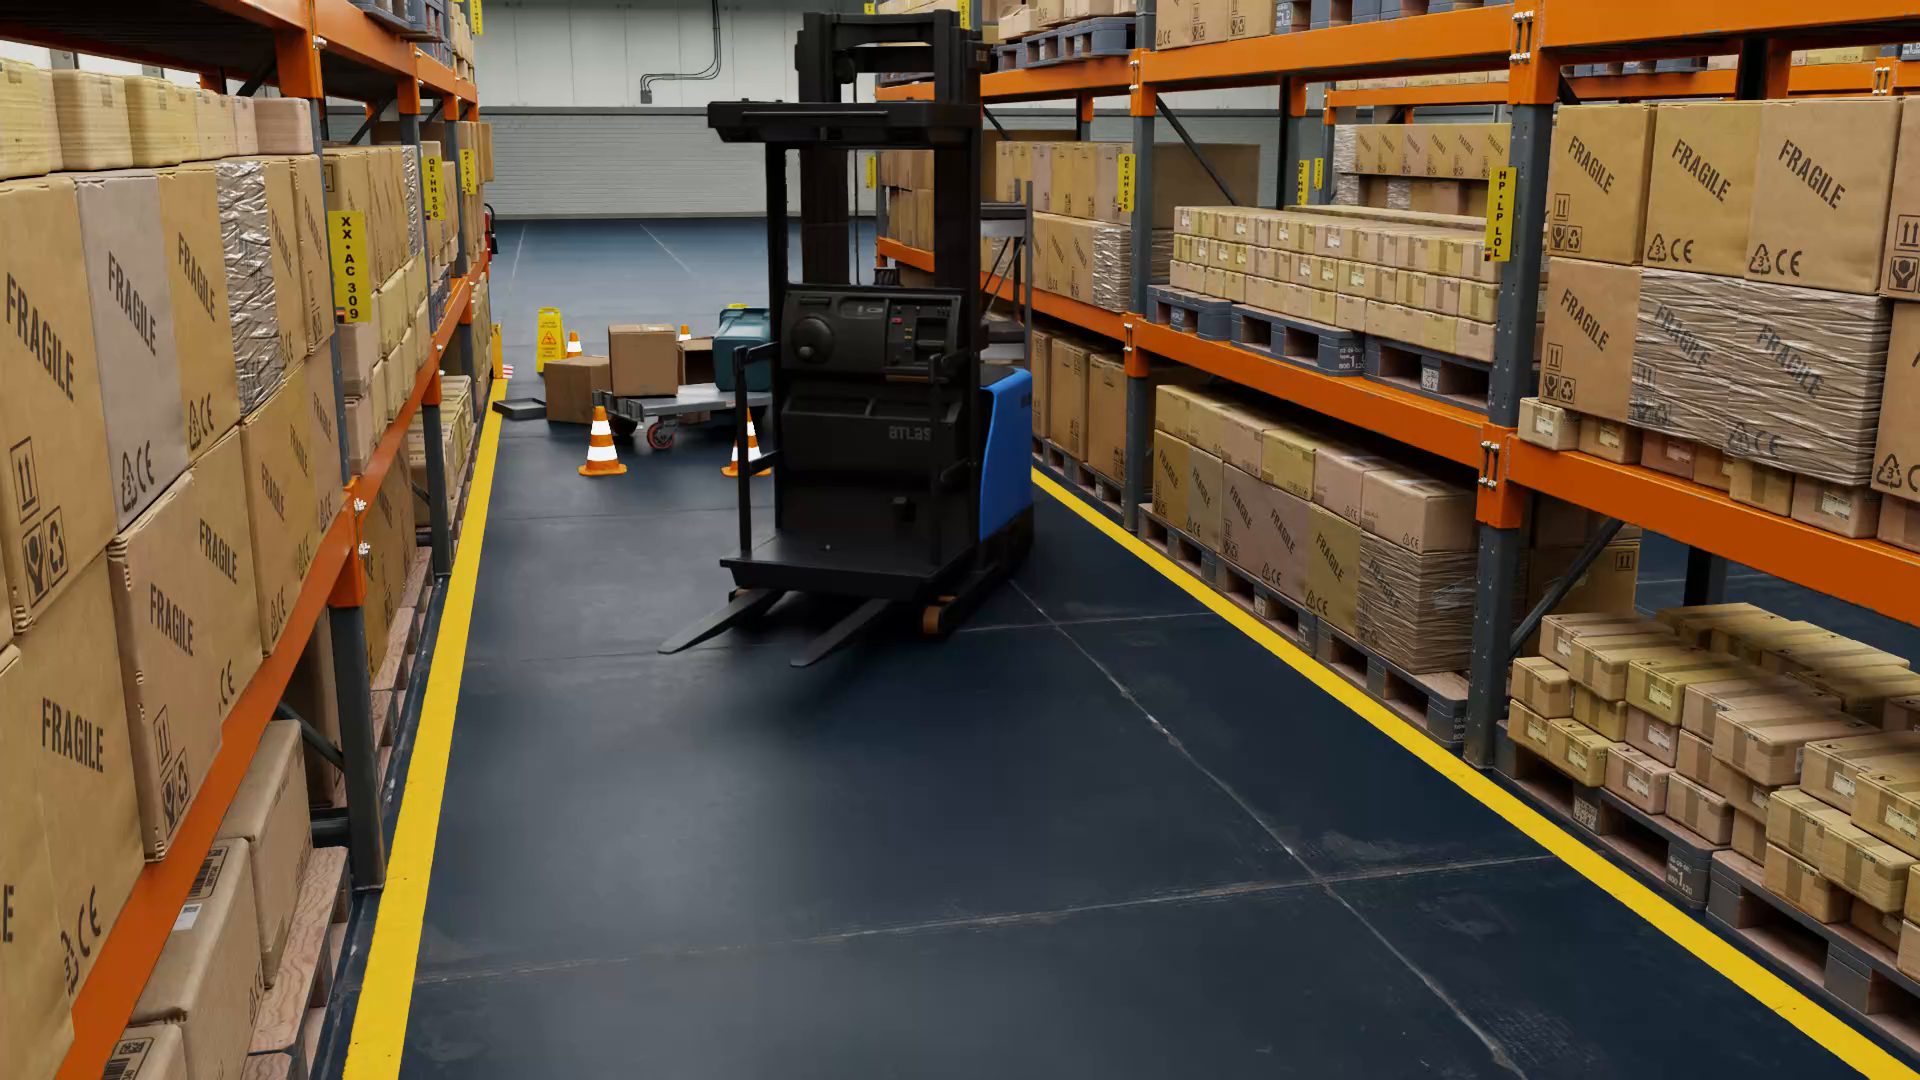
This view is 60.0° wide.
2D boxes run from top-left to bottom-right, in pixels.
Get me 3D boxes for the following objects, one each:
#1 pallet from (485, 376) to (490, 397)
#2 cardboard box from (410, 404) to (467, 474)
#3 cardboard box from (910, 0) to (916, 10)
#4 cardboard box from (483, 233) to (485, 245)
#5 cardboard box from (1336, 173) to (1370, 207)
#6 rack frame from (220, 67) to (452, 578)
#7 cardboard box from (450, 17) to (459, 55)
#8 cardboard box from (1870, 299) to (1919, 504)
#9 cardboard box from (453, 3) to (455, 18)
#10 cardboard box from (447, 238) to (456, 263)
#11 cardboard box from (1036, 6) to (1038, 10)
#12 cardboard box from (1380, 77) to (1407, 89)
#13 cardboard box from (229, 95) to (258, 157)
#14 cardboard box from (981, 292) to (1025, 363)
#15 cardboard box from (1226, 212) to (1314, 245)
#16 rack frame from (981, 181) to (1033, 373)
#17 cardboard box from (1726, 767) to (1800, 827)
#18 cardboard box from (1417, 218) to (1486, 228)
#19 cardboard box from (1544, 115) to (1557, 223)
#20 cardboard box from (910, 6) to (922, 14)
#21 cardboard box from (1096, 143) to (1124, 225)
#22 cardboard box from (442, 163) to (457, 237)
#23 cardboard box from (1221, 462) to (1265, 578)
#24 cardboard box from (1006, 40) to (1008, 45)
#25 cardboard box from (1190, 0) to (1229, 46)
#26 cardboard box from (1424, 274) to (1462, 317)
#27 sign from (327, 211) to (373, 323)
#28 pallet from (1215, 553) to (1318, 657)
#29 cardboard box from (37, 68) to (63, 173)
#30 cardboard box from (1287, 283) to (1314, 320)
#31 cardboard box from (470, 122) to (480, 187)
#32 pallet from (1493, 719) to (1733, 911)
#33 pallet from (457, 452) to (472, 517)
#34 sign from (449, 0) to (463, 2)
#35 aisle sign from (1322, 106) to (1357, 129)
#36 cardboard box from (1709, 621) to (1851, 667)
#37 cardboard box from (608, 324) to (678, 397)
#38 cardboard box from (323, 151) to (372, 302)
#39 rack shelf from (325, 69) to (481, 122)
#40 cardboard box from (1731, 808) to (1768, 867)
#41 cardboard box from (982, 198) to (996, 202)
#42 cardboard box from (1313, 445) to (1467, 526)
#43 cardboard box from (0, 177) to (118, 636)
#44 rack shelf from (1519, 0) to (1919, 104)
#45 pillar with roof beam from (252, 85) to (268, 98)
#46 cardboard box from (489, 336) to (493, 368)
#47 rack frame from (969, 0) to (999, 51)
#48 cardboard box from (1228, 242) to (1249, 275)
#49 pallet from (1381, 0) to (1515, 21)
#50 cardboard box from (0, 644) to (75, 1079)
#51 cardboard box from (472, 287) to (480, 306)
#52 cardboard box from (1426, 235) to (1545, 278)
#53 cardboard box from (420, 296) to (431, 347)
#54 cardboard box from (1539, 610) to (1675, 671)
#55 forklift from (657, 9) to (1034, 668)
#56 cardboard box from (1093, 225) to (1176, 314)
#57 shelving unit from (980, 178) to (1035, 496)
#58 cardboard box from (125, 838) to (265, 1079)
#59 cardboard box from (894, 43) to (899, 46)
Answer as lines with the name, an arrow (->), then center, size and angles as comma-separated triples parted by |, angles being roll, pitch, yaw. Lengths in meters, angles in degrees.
pallet -> -4.989, -1.525, 15.723 | 1.003, 0.211, 1.213 | -3, 14, -13
cardboard box -> -3.761, -0.644, 10.895 | 0.950, 0.372, 0.625 | -3, 14, -11
cardboard box -> -0.249, -4.913, 15.151 | 0.380, 0.149, 0.250 | -3, 14, -12
cardboard box -> -4.700, -2.838, 15.750 | 0.380, 0.149, 0.250 | -3, 14, -14
cardboard box -> 4.572, -3.703, 17.927 | 0.875, 0.500, 0.500 | -3, 14, -13
rack frame -> -3.284, -1.241, 8.685 | 1.000, 3.000, 0.127 | -3, 14, -13
cardboard box -> -4.061, -3.809, 12.566 | 0.500, 0.250, 0.500 | -4, 14, -14
cardboard box -> 2.675, -0.328, 4.111 | 0.500, 0.500, 0.500 | -3, 14, -10
cardboard box -> -4.123, -4.096, 12.903 | 0.380, 0.149, 0.250 | -4, 14, -15
cardboard box -> -3.631, -1.964, 11.291 | 0.380, 0.149, 0.250 | -3, 14, -13
cardboard box -> 0.885, -3.945, 12.656 | 0.500, 0.250, 0.500 | -3, 14, -13
cardboard box -> 4.571, -4.664, 16.693 | 0.500, 0.250, 0.500 | -3, 14, -13
cardboard box -> -2.007, -1.047, 4.208 | 0.380, 0.149, 0.250 | -3, 14, -12
cardboard box -> 0.484, -1.783, 14.499 | 0.875, 0.875, 0.875 | -3, 14, -12
cardboard box -> 1.604, -1.614, 8.602 | 0.380, 0.149, 0.250 | -4, 14, -16
rack frame -> 0.210, -0.999, 9.594 | 0.400, 2.100, 0.015 | -1, 14, -6
cardboard box -> 2.558, 0.756, 5.009 | 0.380, 0.149, 0.250 | -3, 14, -11
cardboard box -> 2.426, -1.465, 7.993 | 0.380, 0.149, 0.250 | -3, 14, -11
cardboard box -> 5.460, -3.020, 13.820 | 1.000, 1.000, 1.000 | -3, 14, -13
cardboard box -> -0.155, -4.692, 15.085 | 0.500, 0.250, 0.500 | -3, 14, -13
cardboard box -> 1.288, -2.295, 10.682 | 0.700, 0.500, 0.500 | -3, 14, -14
cardboard box -> -3.775, -2.352, 11.513 | 0.500, 0.500, 0.500 | -3, 14, -13
cardboard box -> 1.668, -0.118, 8.473 | 0.500, 0.500, 0.500 | -4, 14, -15
cardboard box -> 0.568, -4.388, 14.680 | 0.380, 0.149, 0.250 | -4, 14, -14
cardboard box -> 1.503, -2.784, 8.471 | 0.500, 0.500, 0.500 | -3, 14, -13
cardboard box -> 2.094, -0.985, 6.656 | 0.380, 0.149, 0.250 | -3, 14, -13
sign -> -1.806, -0.808, 4.924 | 0.100, 0.325, 0.005 | -3, 14, -13
pallet -> 1.969, 0.276, 8.353 | 1.003, 0.211, 1.213 | -3, 14, -13
cardboard box -> -1.492, -0.582, 2.305 | 0.380, 0.149, 0.250 | -3, 14, -13
cardboard box -> 1.785, -1.141, 7.923 | 0.380, 0.149, 0.250 | -4, 14, -15
cardboard box -> -4.215, -3.075, 13.248 | 0.700, 0.500, 0.500 | -3, 14, -13
pallet -> 2.635, 0.890, 5.837 | 1.003, 0.211, 1.213 | -3, 14, -13
pallet -> -3.749, -0.347, 10.904 | 1.003, 0.211, 1.213 | -3, 14, -13
sign -> -3.685, -4.095, 12.128 | 0.100, 0.325, 0.005 | -3, 14, -13
aisle sign -> 4.163, -4.899, 18.181 | 0.394, 0.787, 0.004 | -3, 14, -13
cardboard box -> 2.878, 0.399, 5.842 | 0.380, 0.149, 0.250 | -3, 14, -12
cardboard box -> -2.501, -1.423, 13.103 | 0.500, 0.500, 0.500 | -3, 14, -13
cardboard box -> -2.169, -0.970, 5.258 | 0.500, 0.500, 0.500 | -3, 14, -13
rack shelf -> -4.694, -3.732, 14.080 | 1.077, 0.370, 4.000 | -3, 14, -13
cardboard box -> 2.593, 0.897, 5.055 | 0.380, 0.149, 0.250 | -4, 14, -16
cardboard box -> 0.466, -2.620, 14.014 | 0.875, 0.550, 0.550 | -3, 14, -13
cardboard box -> 1.914, -0.248, 7.424 | 0.500, 0.250, 0.500 | -3, 14, -11
cardboard box -> -1.370, -0.175, 2.005 | 0.500, 0.500, 0.500 | -4, 14, -15
rack shelf -> 2.913, -1.263, 3.973 | 1.077, 0.370, 4.000 | -3, 14, -13
pillar with roof beam -> -13.561, -12.673, 42.838 | 9.100, 9.000, 0.400 | -3, 14, -13
cardboard box -> -4.706, -1.777, 15.791 | 0.500, 0.250, 0.500 | -3, 14, -13
rack frame -> 0.564, -5.377, 12.975 | 1.000, 3.000, 0.127 | -3, 14, -13
cardboard box -> 1.613, -1.462, 8.607 | 0.380, 0.149, 0.250 | -3, 14, -13
pallet -> 2.401, -2.131, 6.406 | 1.213, 0.211, 1.003 | -3, 14, -13
cardboard box -> -1.239, 0.430, 1.638 | 0.500, 0.500, 0.500 | -3, 14, -14
cardboard box -> -4.193, -2.013, 13.808 | 0.380, 0.149, 0.250 | -3, 14, -11
cardboard box -> 2.095, -1.132, 6.630 | 0.380, 0.149, 0.250 | -4, 14, -15
cardboard box -> -2.913, -1.066, 8.284 | 0.500, 0.250, 0.500 | -4, 14, -15
cardboard box -> 2.322, 0.366, 5.978 | 0.380, 0.149, 0.250 | -3, 14, -11
forklift -> -0.508, -1.052, 8.057 | 1.130, 2.935, 3.031 | 4, 14, 17
cardboard box -> 1.137, -1.677, 10.262 | 0.500, 0.500, 0.500 | -3, 14, -13
shelving unit -> 0.183, -1.057, 9.829 | 0.431, 2.100, 0.503 | -1, 14, -6
cardboard box -> -2.091, 1.080, 3.699 | 0.875, 0.438, 0.875 | -4, 14, -15
cardboard box -> -0.428, -4.701, 15.962 | 0.380, 0.149, 0.250 | -3, 14, -13
